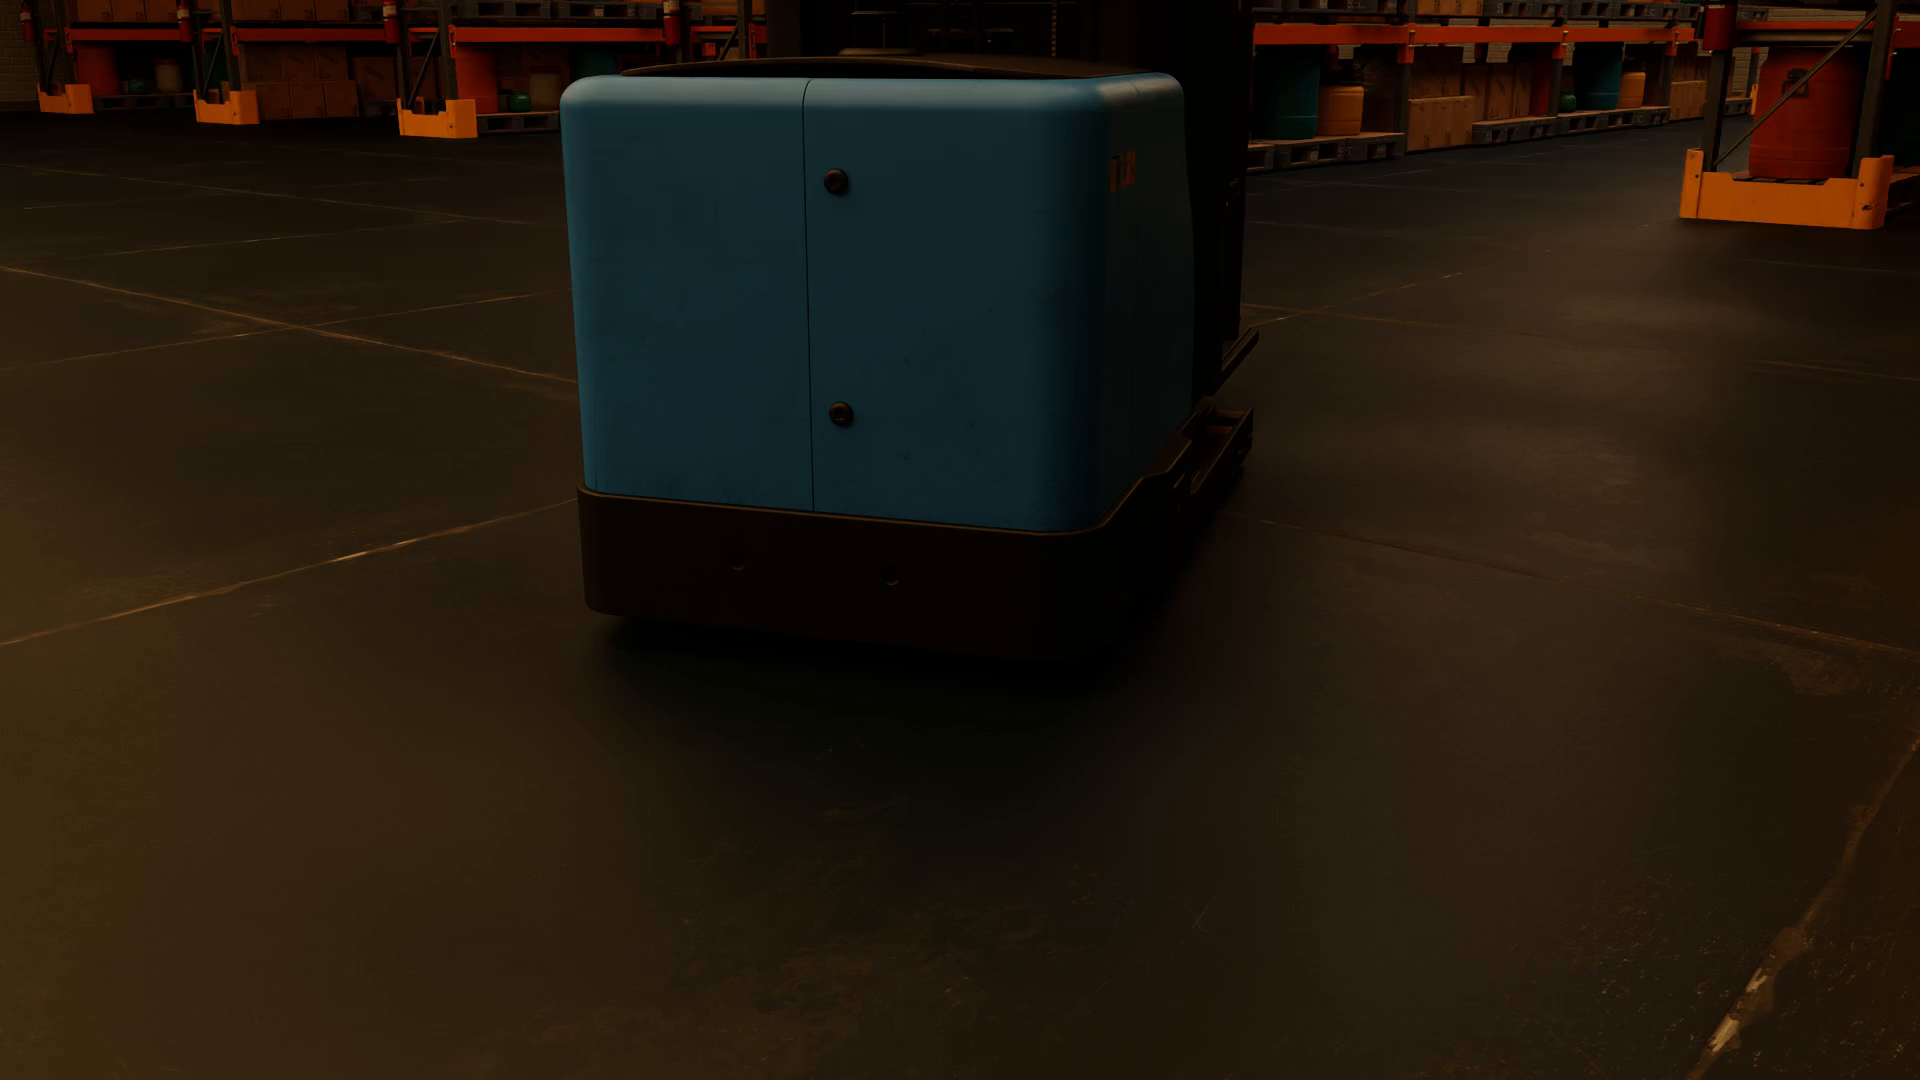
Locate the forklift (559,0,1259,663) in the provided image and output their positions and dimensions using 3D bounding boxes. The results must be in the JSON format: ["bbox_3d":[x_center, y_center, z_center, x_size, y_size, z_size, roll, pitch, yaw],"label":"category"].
[{"bbox_3d":[0.182,-1.571,4.072,1.130,2.935,3.031,5,18,17],"label":"forklift"}]
